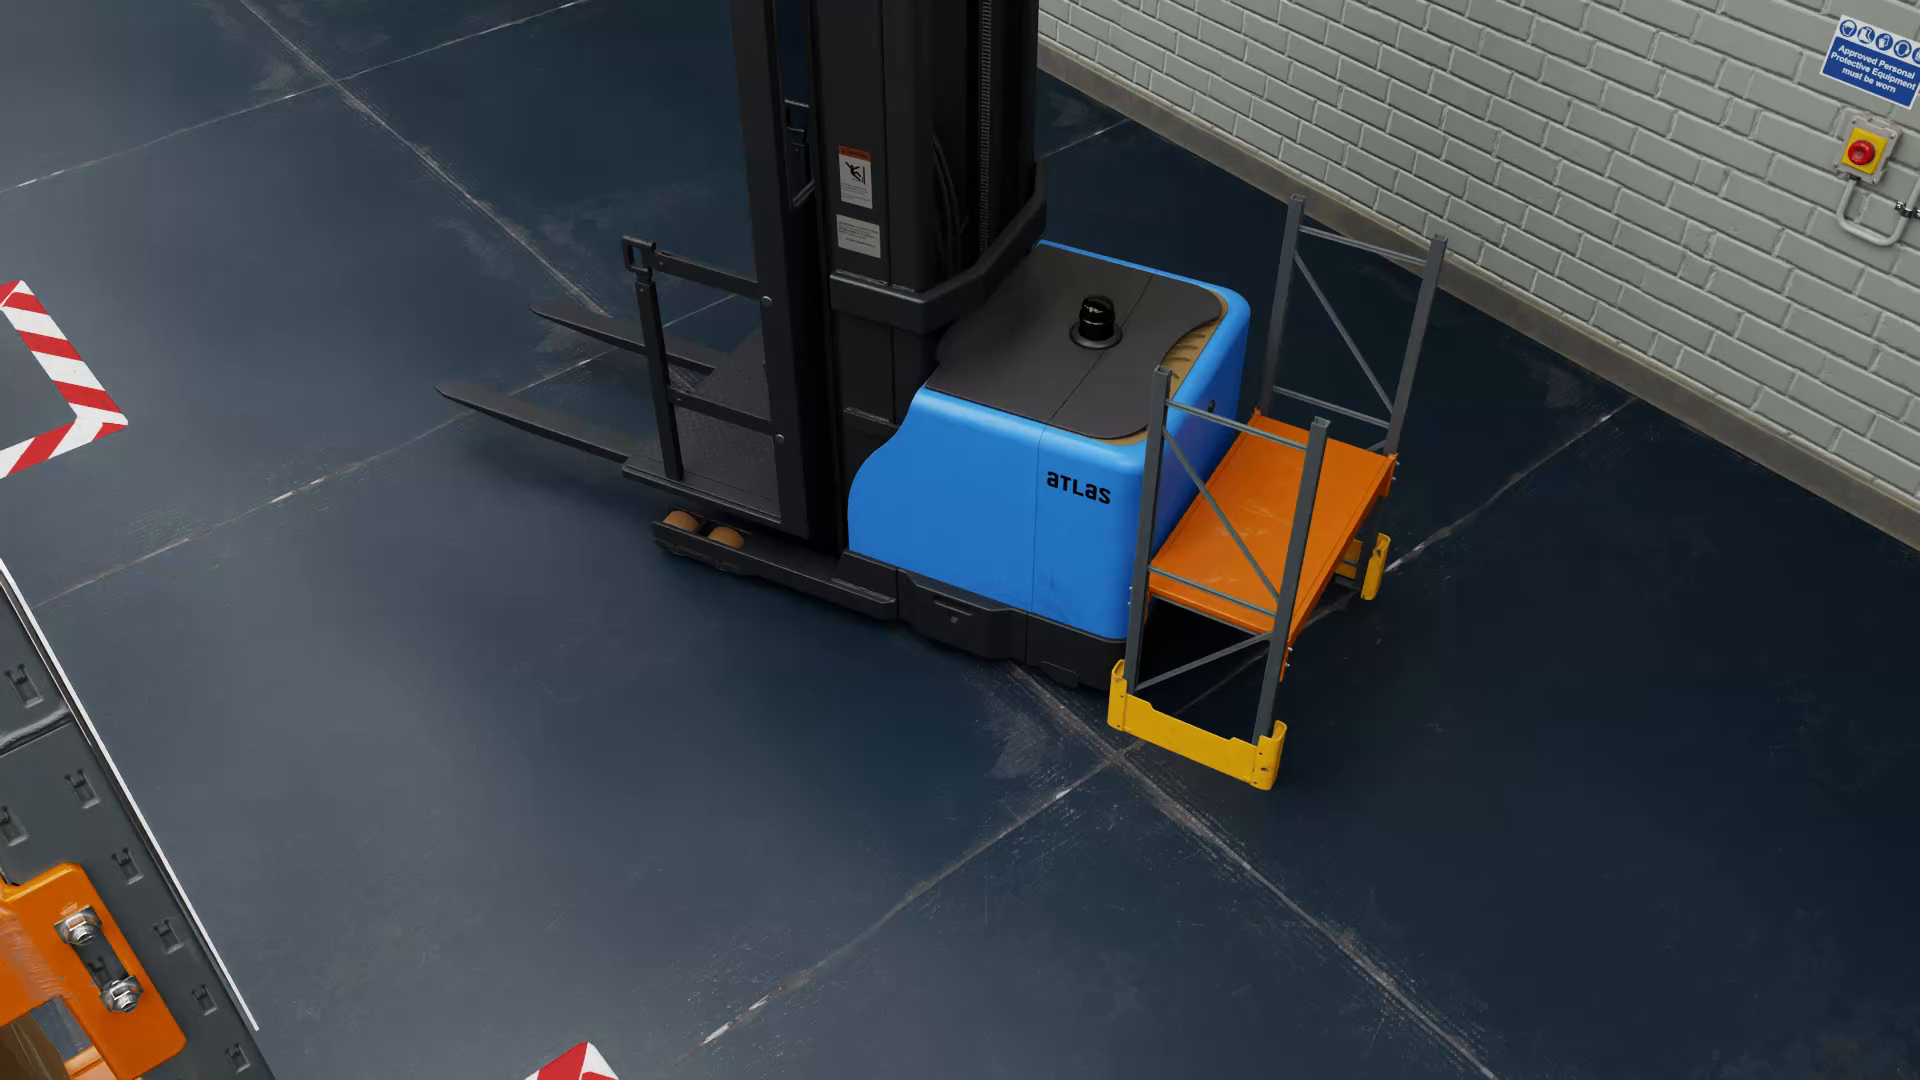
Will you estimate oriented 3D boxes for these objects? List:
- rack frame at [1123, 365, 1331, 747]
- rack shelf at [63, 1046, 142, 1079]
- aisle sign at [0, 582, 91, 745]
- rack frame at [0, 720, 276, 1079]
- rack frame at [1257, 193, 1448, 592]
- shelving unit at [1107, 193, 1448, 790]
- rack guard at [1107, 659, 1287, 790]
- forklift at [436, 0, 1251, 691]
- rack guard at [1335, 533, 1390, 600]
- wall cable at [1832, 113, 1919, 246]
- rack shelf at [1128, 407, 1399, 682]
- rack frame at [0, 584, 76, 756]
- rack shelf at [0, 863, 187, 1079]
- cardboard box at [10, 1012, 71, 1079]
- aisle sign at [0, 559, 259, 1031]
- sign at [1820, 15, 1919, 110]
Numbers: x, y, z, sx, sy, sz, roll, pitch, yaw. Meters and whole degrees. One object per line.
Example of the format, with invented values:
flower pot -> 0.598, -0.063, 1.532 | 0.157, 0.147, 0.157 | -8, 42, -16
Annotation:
rack frame -> 0.755, 0.158, 4.987 | 0.500, 1.500, 0.032 | 21, 47, 21
rack shelf -> -2.794, 2.180, 2.263 | 4.000, 0.370, 1.077 | -30, 51, -28
aisle sign -> -1.391, -0.092, 2.258 | 0.004, 0.787, 0.394 | -30, 51, -28
rack frame -> -1.260, 1.040, 2.952 | 0.127, 3.000, 1.000 | -30, 51, -28
rack frame -> 1.256, -0.448, 5.632 | 0.500, 1.500, 0.032 | 21, 47, 21
shelving unit -> 1.010, -0.151, 5.315 | 0.587, 1.500, 1.083 | 21, 47, 21
rack guard -> 0.764, 0.602, 5.427 | 0.587, 0.250, 0.087 | 21, 47, 21
forklift -> -0.567, -1.257, 5.448 | 3.031, 2.935, 1.130 | 18, 46, 19
rack guard -> 1.255, 0.008, 6.059 | 0.587, 0.250, 0.087 | 21, 47, 21
wall cable -> 3.050, -1.831, 5.244 | 0.123, 1.953, 0.585 | -30, 51, -28
rack shelf -> 1.005, -0.014, 5.432 | 0.538, 0.185, 1.000 | 21, 47, 21
rack frame -> -1.260, -1.147, 0.898 | 0.127, 3.000, 1.000 | -30, 51, -28
rack shelf -> -2.794, 1.087, 1.236 | 4.000, 0.370, 1.077 | -30, 51, -28
cardboard box -> -1.812, 1.063, 2.854 | 0.500, 0.500, 0.500 | -30, 51, -28
aisle sign -> -1.006, 0.223, 1.922 | 0.004, 0.787, 0.394 | -30, 51, -28
sign -> 3.066, -1.600, 5.565 | 0.001, 0.218, 0.327 | -30, 51, -28
